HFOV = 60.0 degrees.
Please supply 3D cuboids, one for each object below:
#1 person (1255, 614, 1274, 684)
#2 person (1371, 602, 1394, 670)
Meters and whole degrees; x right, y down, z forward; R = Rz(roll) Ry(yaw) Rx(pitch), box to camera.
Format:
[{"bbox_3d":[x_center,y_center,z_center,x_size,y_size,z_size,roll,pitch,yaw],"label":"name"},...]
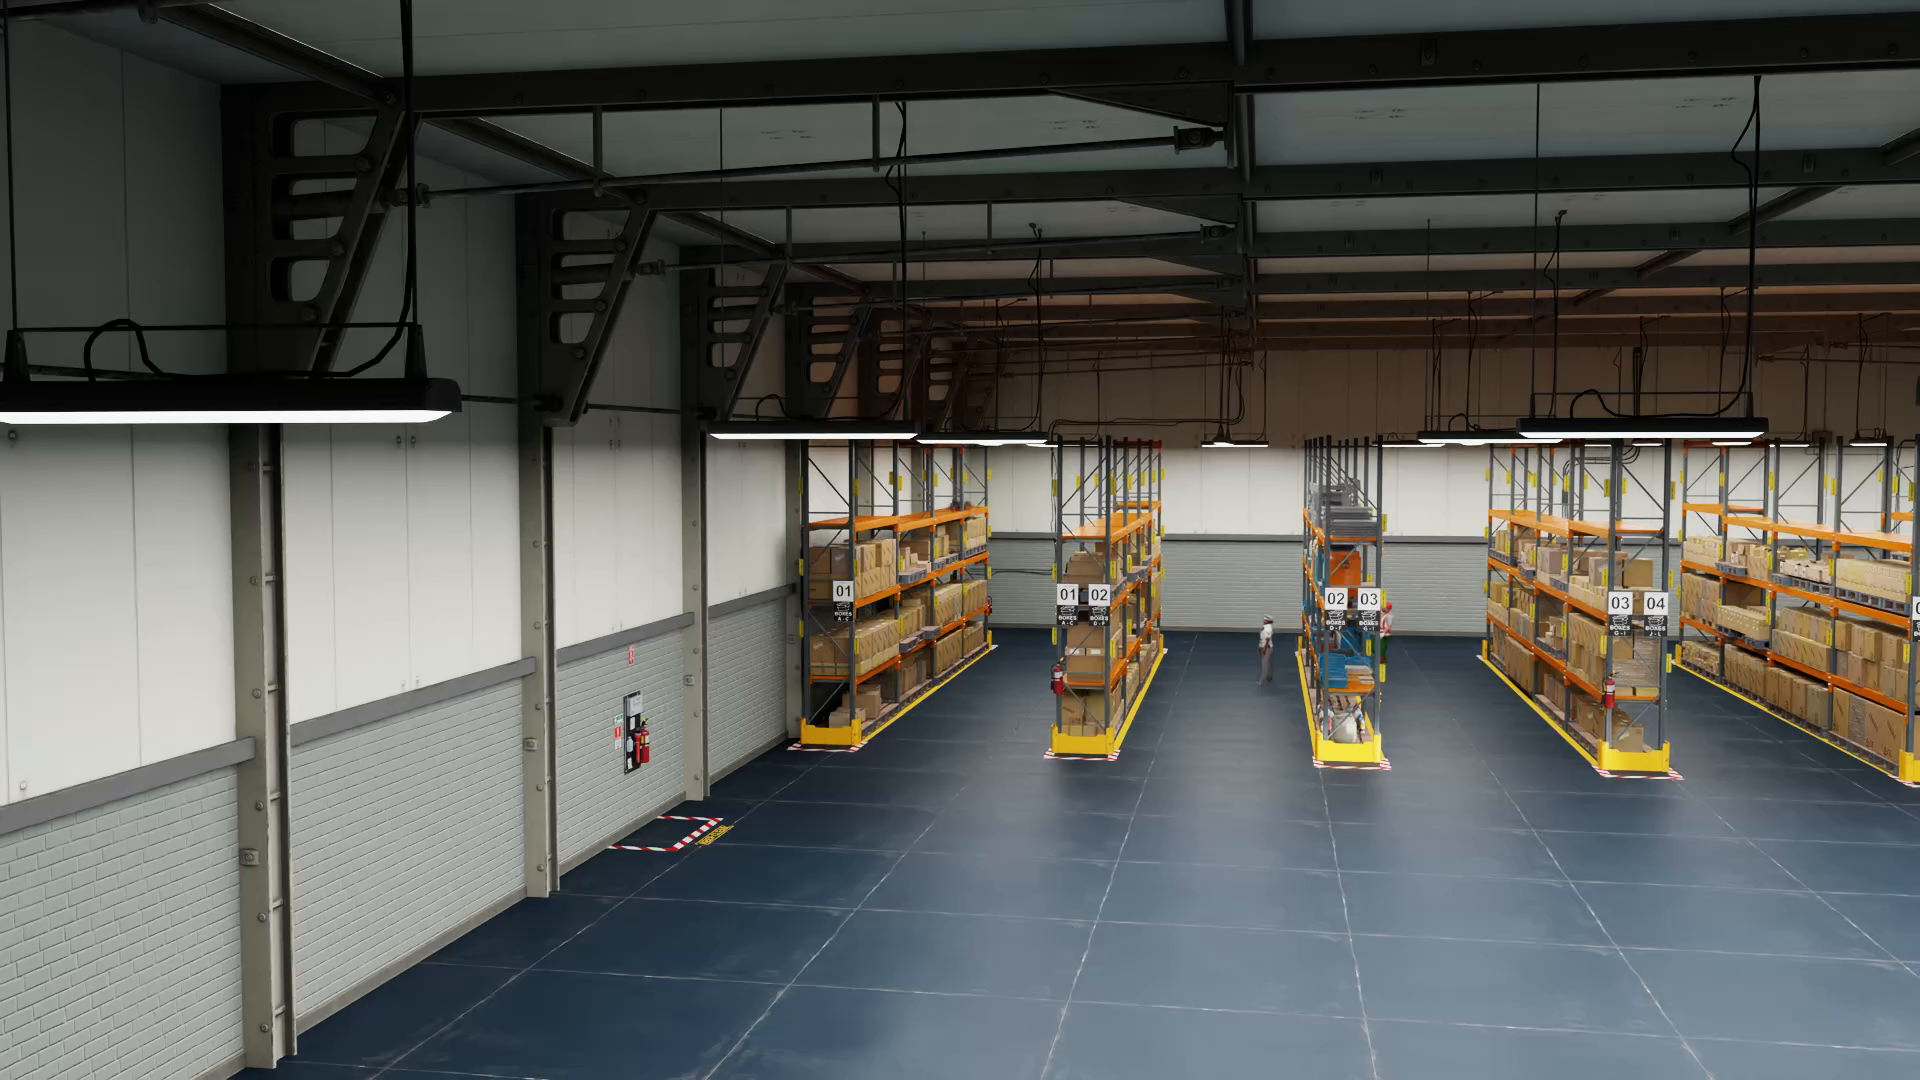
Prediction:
[{"bbox_3d":[7.469,2.675,40.894,0.540,1.707,0.477,-1,3,-13],"label":"person"},{"bbox_3d":[10.943,2.500,43.231,0.614,1.776,0.621,-2,4,-31],"label":"person"}]
